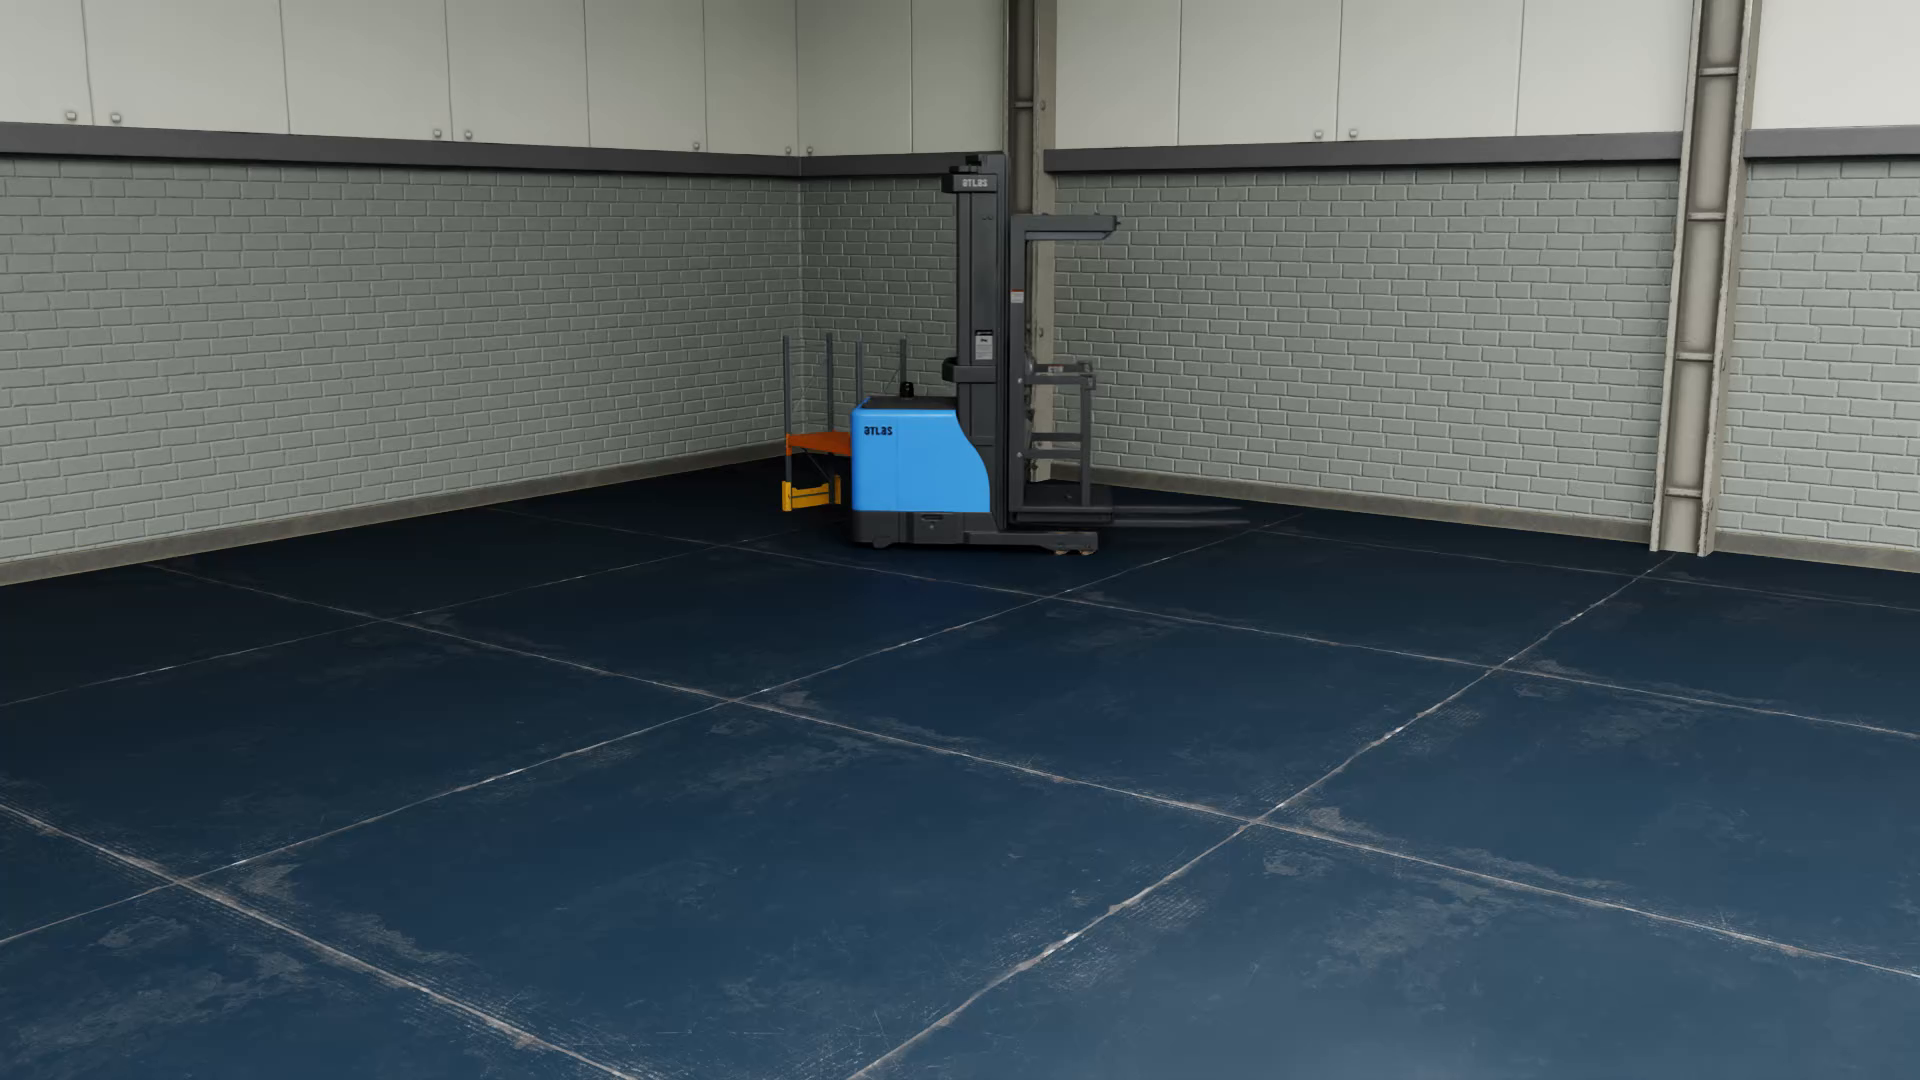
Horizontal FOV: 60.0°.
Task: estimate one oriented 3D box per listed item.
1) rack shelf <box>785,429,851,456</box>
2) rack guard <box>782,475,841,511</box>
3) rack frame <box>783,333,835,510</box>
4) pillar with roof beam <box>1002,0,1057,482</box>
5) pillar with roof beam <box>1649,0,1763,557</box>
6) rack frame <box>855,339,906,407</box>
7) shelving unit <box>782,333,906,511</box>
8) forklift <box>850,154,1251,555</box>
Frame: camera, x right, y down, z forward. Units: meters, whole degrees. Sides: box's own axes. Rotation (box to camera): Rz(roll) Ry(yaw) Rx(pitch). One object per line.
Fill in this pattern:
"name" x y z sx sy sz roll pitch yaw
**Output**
"rack shelf" -0.973 -0.778 14.047 0.538 0.185 1.000 -9 14 -40
"rack guard" -1.292 -0.411 14.496 0.587 0.250 0.087 -9 14 -40
"rack frame" -1.304 -1.027 14.391 0.500 1.500 0.032 -9 14 -40
"pillar with roof beam" -1.904 -4.356 11.852 0.400 9.000 9.100 8 13 36
"pillar with roof beam" 2.932 -3.681 8.365 0.400 9.000 9.100 8 13 36
"rack frame" -0.641 -0.881 13.635 0.500 1.500 0.032 -9 14 -40
"shelving unit" -0.967 -0.953 14.007 0.587 1.500 1.083 -9 14 -40
"forklift" 0.702 -1.434 12.723 3.031 2.935 1.130 1 11 3
